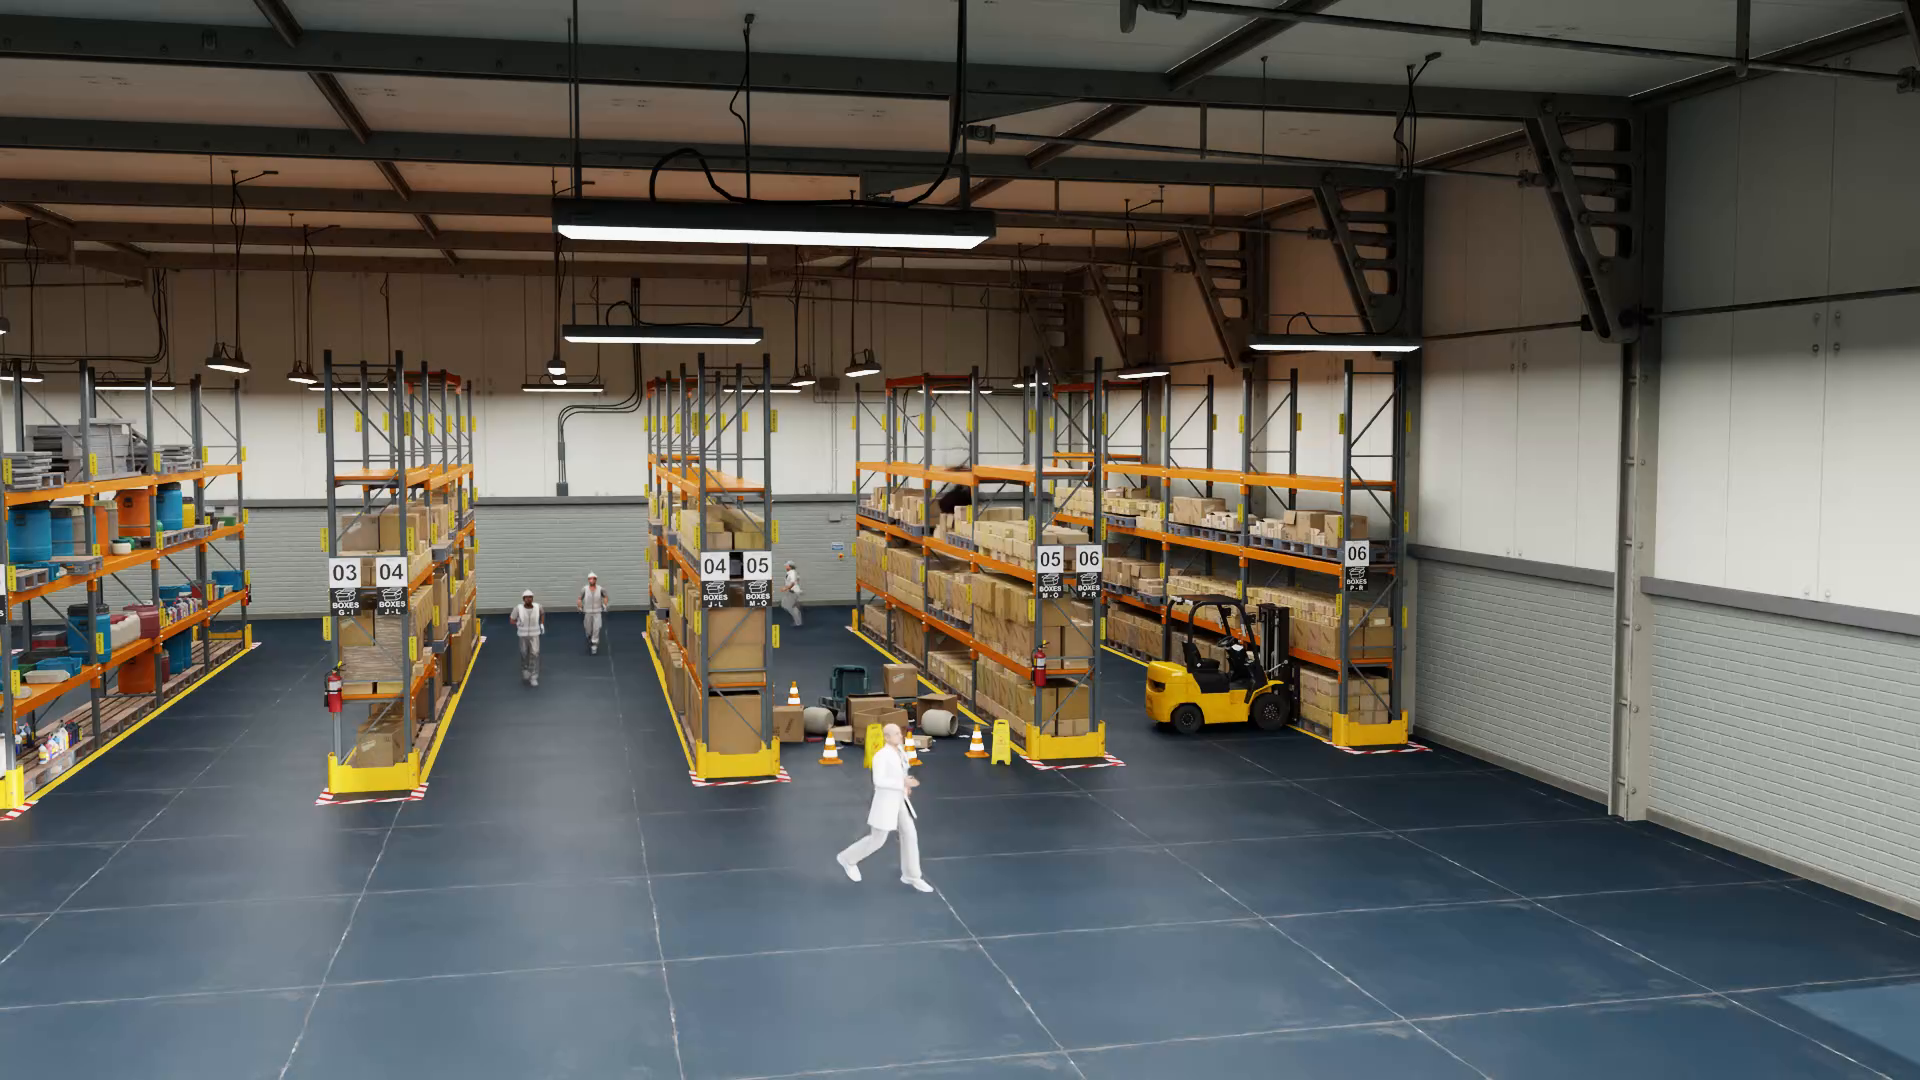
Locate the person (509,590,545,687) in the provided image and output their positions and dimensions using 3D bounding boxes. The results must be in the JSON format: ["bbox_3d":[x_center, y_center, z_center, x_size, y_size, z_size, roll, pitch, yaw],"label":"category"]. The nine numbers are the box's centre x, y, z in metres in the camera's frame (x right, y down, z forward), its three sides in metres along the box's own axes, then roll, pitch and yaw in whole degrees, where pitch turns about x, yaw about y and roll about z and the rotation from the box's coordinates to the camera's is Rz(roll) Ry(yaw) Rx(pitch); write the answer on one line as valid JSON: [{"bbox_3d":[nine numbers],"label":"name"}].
[{"bbox_3d":[-8.324,1.863,32.013,0.669,1.805,0.942,-1,4,-16],"label":"person"}]

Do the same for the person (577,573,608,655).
[{"bbox_3d":[-8.022,1.600,36.377,0.668,1.760,0.811,-1,4,-14],"label":"person"}]

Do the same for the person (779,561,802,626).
[{"bbox_3d":[-4.225,1.322,41.366,0.578,1.620,0.599,-1,4,-10],"label":"person"}]

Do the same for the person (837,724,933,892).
[{"bbox_3d":[-0.796,2.862,17.935,1.061,1.801,0.720,2,4,28],"label":"person"}]
